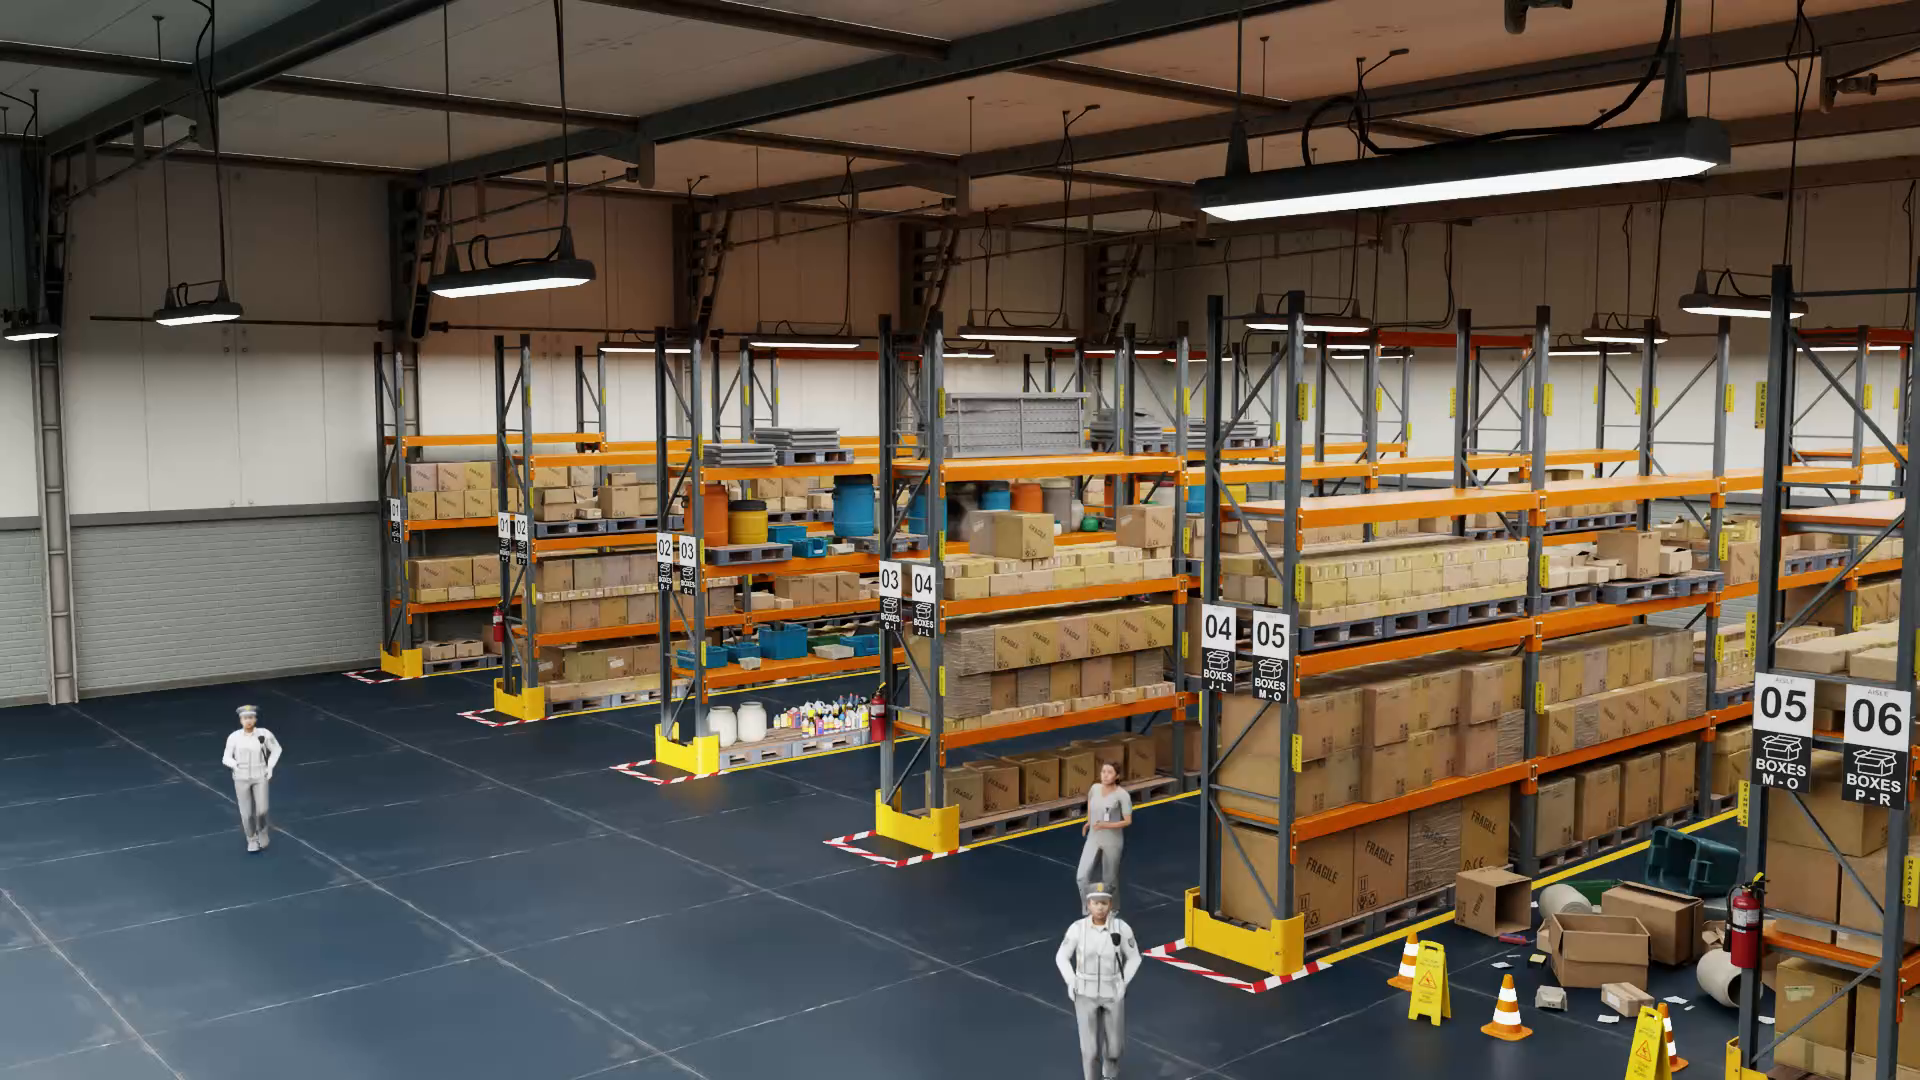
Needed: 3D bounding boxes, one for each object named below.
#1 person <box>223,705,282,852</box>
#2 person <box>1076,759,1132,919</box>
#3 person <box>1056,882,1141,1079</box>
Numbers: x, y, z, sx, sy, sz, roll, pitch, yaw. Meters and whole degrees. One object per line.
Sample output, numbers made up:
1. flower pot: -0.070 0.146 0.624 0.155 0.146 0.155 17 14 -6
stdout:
1. person: -7.842 2.652 18.432 0.602 1.656 0.554 -2 6 -20
2. person: 1.404 2.910 15.875 0.549 1.685 0.686 3 6 28
3. person: 0.995 3.255 11.958 0.615 1.648 0.548 0 5 4
